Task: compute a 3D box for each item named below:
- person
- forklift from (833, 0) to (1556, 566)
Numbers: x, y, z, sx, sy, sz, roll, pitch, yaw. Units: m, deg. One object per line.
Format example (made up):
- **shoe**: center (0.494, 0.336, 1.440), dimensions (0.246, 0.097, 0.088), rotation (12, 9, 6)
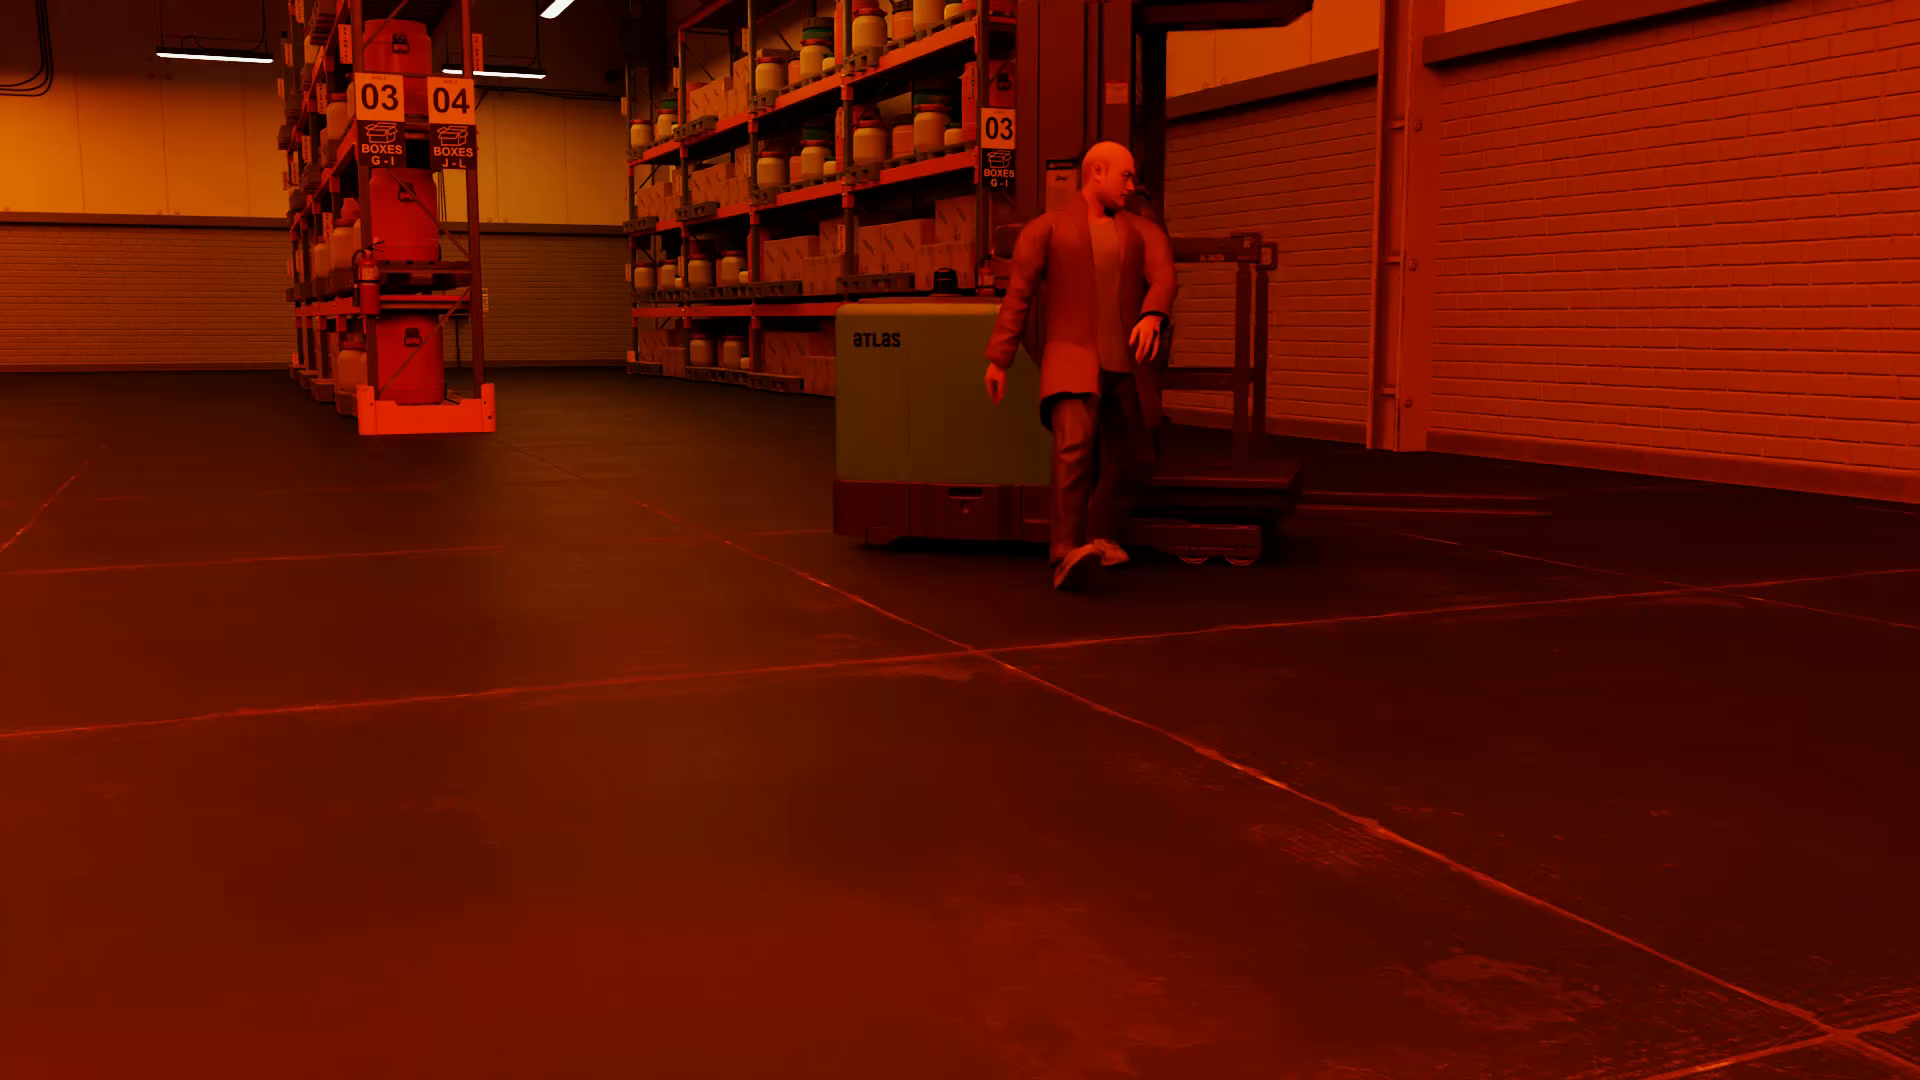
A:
- **person**: center (0.473, -0.671, 6.414), dimensions (0.741, 1.710, 0.913), rotation (-3, 8, -21)
- **forklift**: center (1.016, -1.423, 7.230), dimensions (3.031, 2.935, 1.130), rotation (2, 8, 14)
